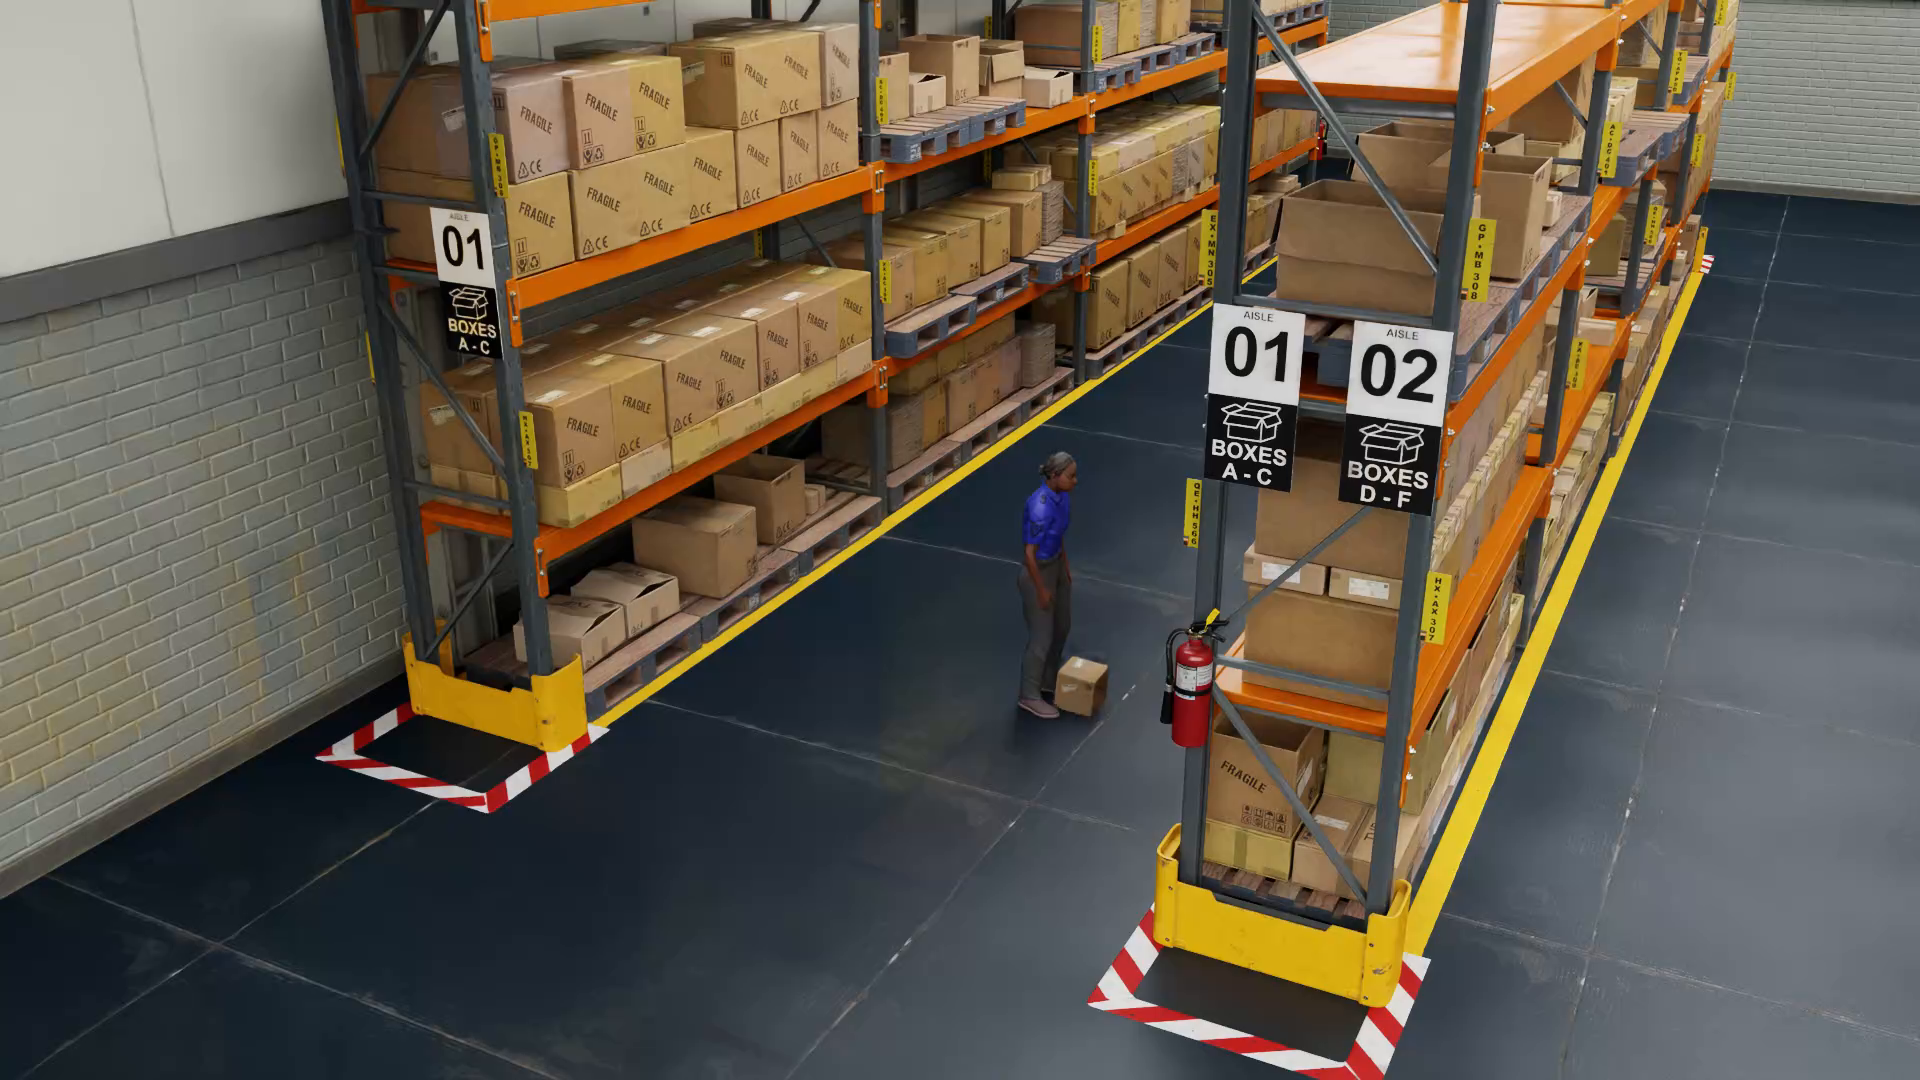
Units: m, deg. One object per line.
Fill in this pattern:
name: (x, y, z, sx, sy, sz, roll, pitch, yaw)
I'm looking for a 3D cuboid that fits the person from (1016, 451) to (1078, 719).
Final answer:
person: (0.538, 0.238, 10.167, 0.343, 1.656, 0.503, 10, 25, 23)
